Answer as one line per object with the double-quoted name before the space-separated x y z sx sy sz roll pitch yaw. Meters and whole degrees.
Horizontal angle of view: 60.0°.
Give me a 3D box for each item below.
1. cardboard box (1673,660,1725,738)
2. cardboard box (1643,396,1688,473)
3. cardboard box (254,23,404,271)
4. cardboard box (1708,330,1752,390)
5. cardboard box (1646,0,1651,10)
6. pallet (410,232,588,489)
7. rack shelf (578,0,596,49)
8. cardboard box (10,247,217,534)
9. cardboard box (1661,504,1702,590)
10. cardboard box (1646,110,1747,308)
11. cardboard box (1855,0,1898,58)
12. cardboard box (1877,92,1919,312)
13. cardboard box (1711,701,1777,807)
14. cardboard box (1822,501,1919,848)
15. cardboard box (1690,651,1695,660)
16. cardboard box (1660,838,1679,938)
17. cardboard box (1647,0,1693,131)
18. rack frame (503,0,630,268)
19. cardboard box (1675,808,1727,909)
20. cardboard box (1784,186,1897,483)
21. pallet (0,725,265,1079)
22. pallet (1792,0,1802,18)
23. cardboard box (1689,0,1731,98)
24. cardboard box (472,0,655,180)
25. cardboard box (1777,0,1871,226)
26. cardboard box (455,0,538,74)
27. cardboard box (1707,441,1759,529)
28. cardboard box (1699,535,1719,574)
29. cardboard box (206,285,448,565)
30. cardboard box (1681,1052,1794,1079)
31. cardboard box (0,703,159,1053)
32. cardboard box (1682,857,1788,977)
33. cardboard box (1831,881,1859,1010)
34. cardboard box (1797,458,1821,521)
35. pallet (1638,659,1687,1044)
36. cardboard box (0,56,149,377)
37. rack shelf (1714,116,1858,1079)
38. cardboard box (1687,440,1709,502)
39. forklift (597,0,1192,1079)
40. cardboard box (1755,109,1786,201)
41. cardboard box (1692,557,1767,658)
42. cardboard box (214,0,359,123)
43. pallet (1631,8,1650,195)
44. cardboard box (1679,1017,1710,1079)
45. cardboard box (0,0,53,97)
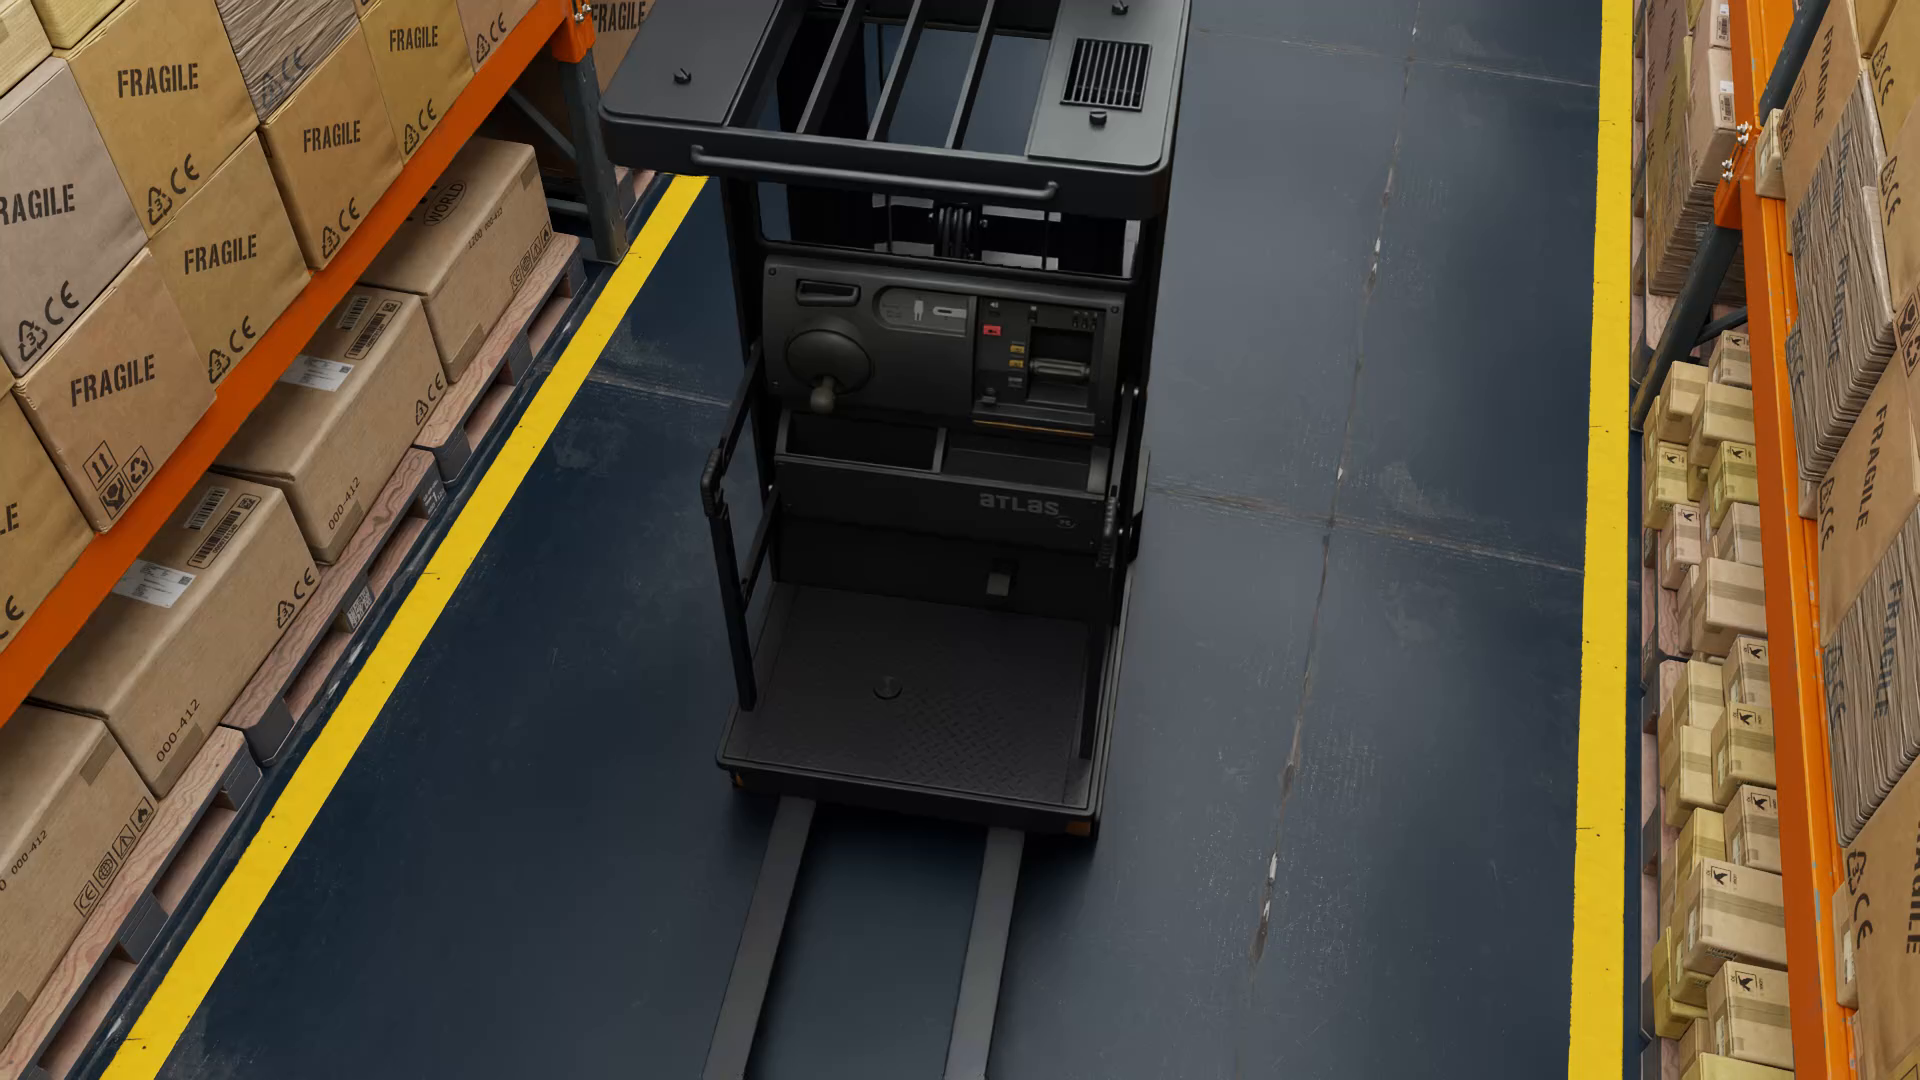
"cardboard box" 2.245 0.514 4.718 0.380 0.149 0.250 11 50 10
"cardboard box" 2.549 -0.329 5.661 0.380 0.149 0.250 10 49 8
"cardboard box" -1.971 -1.145 4.693 0.500 0.500 0.500 11 49 9
"cardboard box" 2.664 -0.518 5.431 0.380 0.149 0.250 13 50 12
"cardboard box" 3.446 -2.713 7.531 0.500 0.500 0.500 12 50 10
"pallet" -2.123 -0.780 6.298 1.003 0.211 1.213 12 50 10
"rack shelf" -1.321 -3.446 7.271 1.077 0.370 4.000 12 50 10
"cardboard box" -2.239 -0.404 4.039 0.500 0.500 0.500 11 50 10
"cardboard box" 2.464 0.053 5.324 0.380 0.149 0.250 11 50 10
"cardboard box" 2.907 -1.231 6.223 0.500 0.500 0.500 11 49 9
"cardboard box" 2.601 -1.518 4.157 0.500 0.500 0.500 13 50 11
"cardboard box" 2.317 -0.782 3.507 0.500 0.500 0.500 12 50 11
"cardboard box" 2.228 0.607 4.438 0.380 0.149 0.250 12 50 10
"cardboard box" 2.037 0.312 3.209 0.500 0.500 0.500 12 50 10
"cardboard box" 2.408 0.448 4.975 0.380 0.149 0.250 10 49 8
"cardboard box" 2.112 0.990 4.497 0.380 0.149 0.250 12 50 11
"cardboard box" 3.181 -1.972 6.877 0.500 0.500 0.500 11 49 9
"rack frame" -1.847 -2.238 5.724 1.000 3.000 0.127 12 50 10
"cardboard box" 2.110 0.892 4.385 0.380 0.149 0.250 14 50 12
"cardboard box" 2.291 -0.440 3.873 0.500 0.500 0.500 11 49 9
"pallet" -2.765 0.985 4.740 1.003 0.211 1.213 12 50 10
"pallet" 3.296 -1.794 5.461 1.003 0.211 1.213 12 50 10
"cardboard box" 3.055 -1.852 6.270 0.500 0.250 0.500 14 50 12
"cardboard box" -1.761 -2.138 6.773 0.875 0.875 0.875 13 50 11
"cardboard box" 2.581 -1.157 4.505 0.500 0.500 0.500 11 49 9
"cardboard box" -1.723 -1.885 5.346 0.500 0.500 0.500 12 50 10
"cardboard box" 2.516 -0.138 5.095 0.380 0.149 0.250 11 49 10
"cardboard box" 2.468 0.150 5.040 0.380 0.149 0.250 9 49 8
"cardboard box" -2.351 -0.448 5.574 0.875 0.438 0.875 10 49 9
"cardboard box" 1.864 1.351 3.781 0.380 0.149 0.250 11 49 9
"cardboard box" -2.823 0.868 4.412 0.875 0.438 0.875 10 49 9
"cardboard box" 2.010 0.971 4.117 0.380 0.149 0.250 13 50 11
"cardboard box" 1.913 0.805 3.206 0.380 0.149 0.250 13 50 11
"cardboard box" 2.265 -0.148 4.048 0.380 0.149 0.250 14 50 12
"pallet" 2.493 0.967 4.756 1.003 0.211 1.213 12 50 10
"cardboard box" -2.242 -0.748 3.676 0.500 0.500 0.500 11 50 10
"rack shelf" 2.428 0.351 3.919 1.077 0.370 4.000 12 50 10
"cardboard box" 2.571 -0.228 5.374 0.380 0.149 0.250 12 50 10
"forklift" -0.084 -0.388 4.138 1.130 2.935 3.031 7 49 6
"cardboard box" 2.565 -1.110 4.897 0.380 0.149 0.250 13 50 11
"cardboard box" 2.323 0.223 4.777 0.380 0.149 0.250 13 50 11
"cardboard box" -1.971 -1.470 4.313 0.500 0.500 0.500 12 50 11
"pallet" 3.477 -1.860 7.251 1.003 0.211 1.213 12 50 10
"cardboard box" 2.014 1.381 4.152 0.380 0.149 0.250 12 50 10
"cardboard box" -2.184 -1.060 3.519 0.380 0.149 0.250 12 50 10
